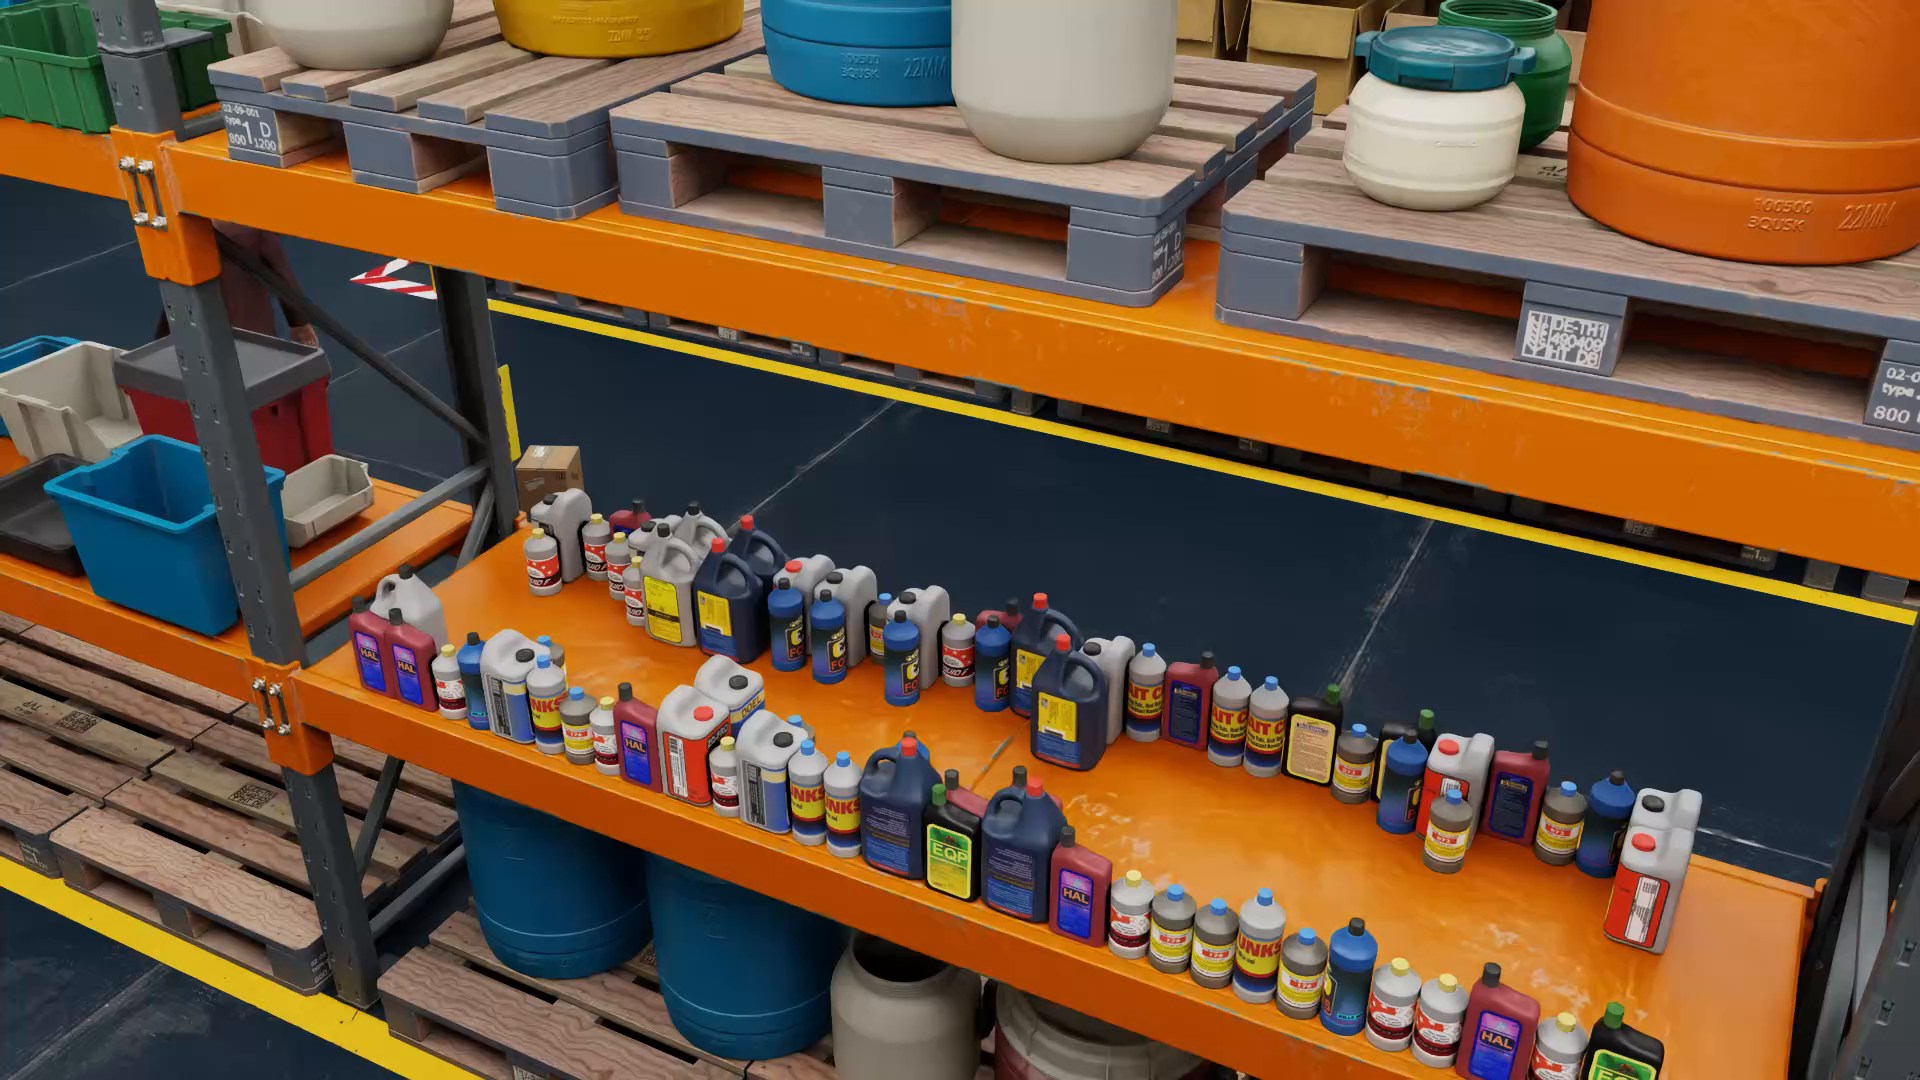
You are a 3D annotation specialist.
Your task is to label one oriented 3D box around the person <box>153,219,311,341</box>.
[{"bbox_3d":[-3.449,-1.135,7.774,0.530,0.950,0.619,9,31,15],"label":"person"}]
